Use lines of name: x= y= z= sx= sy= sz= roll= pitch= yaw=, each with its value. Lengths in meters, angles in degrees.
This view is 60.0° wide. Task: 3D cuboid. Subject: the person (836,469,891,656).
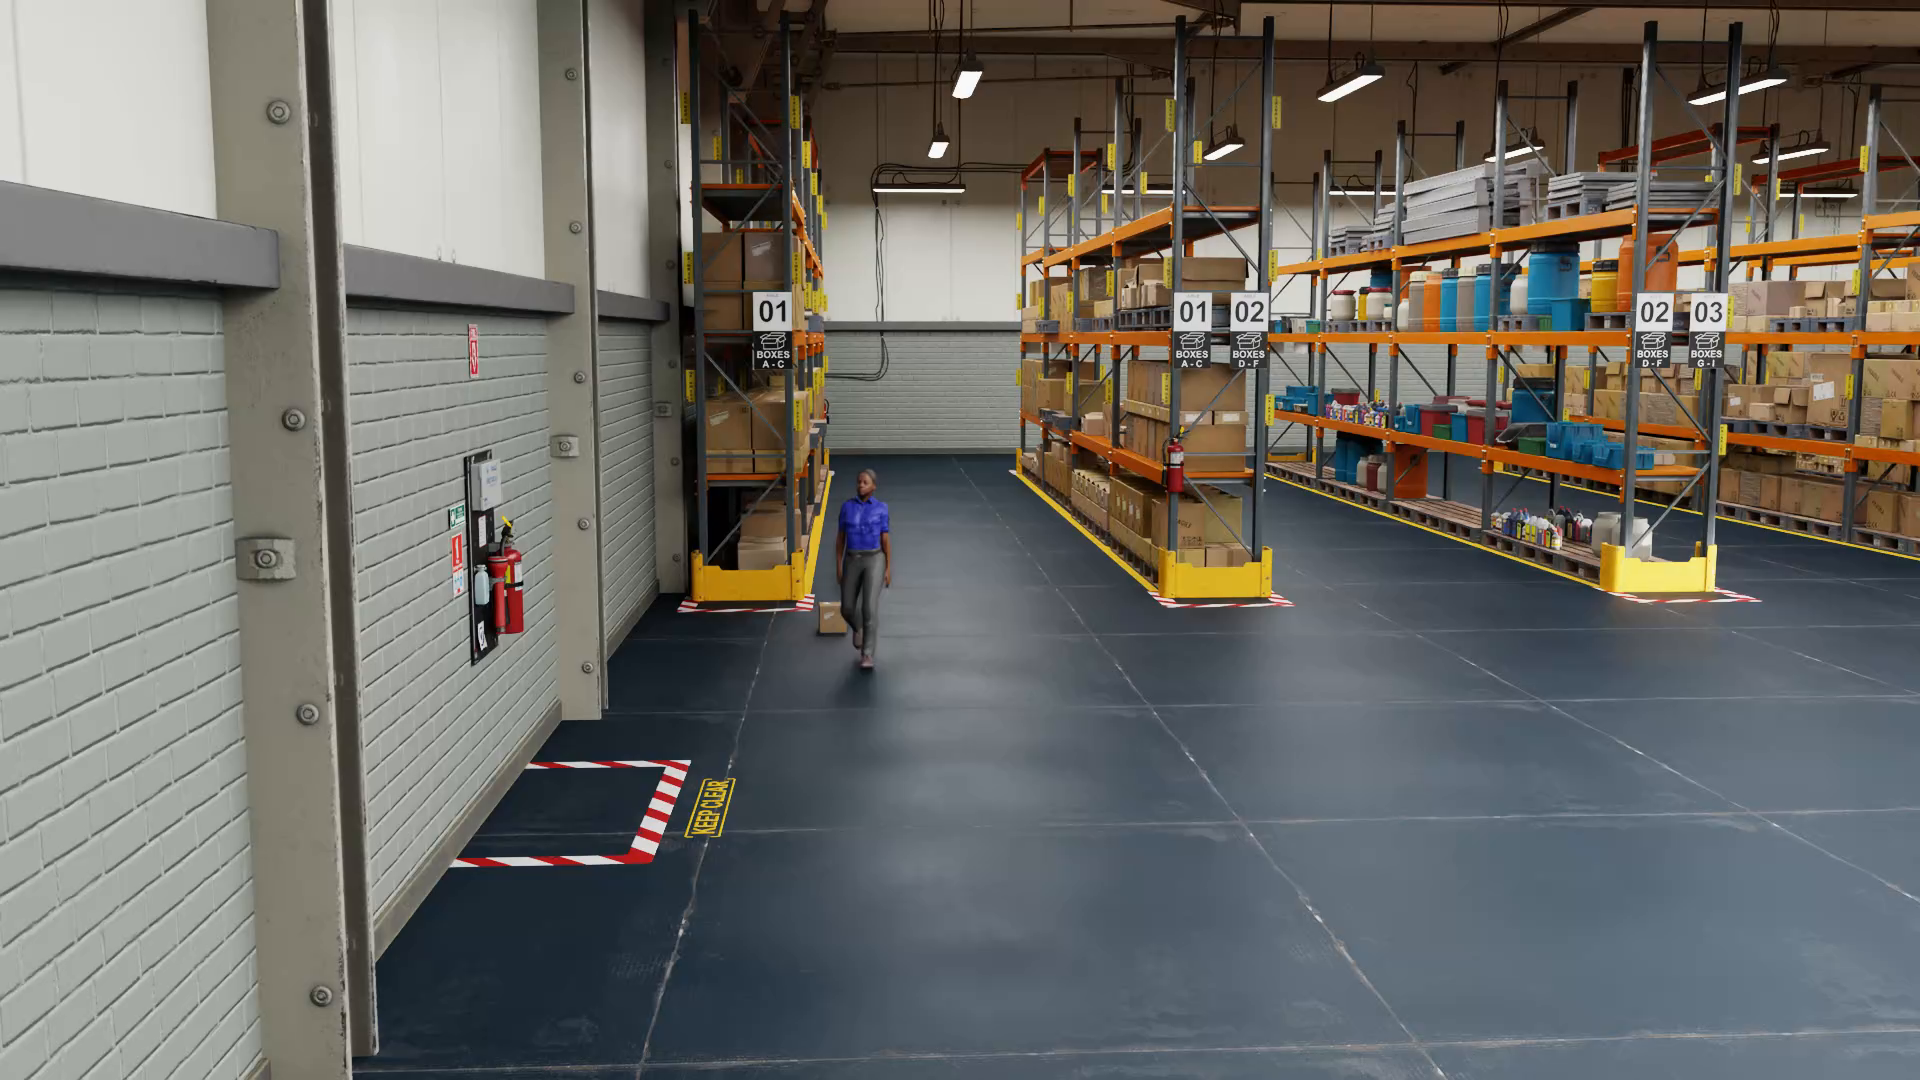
person: x=-0.804 y=0.177 z=13.990 sx=0.461 sy=1.559 sz=0.594 roll=1 pitch=7 yaw=9
